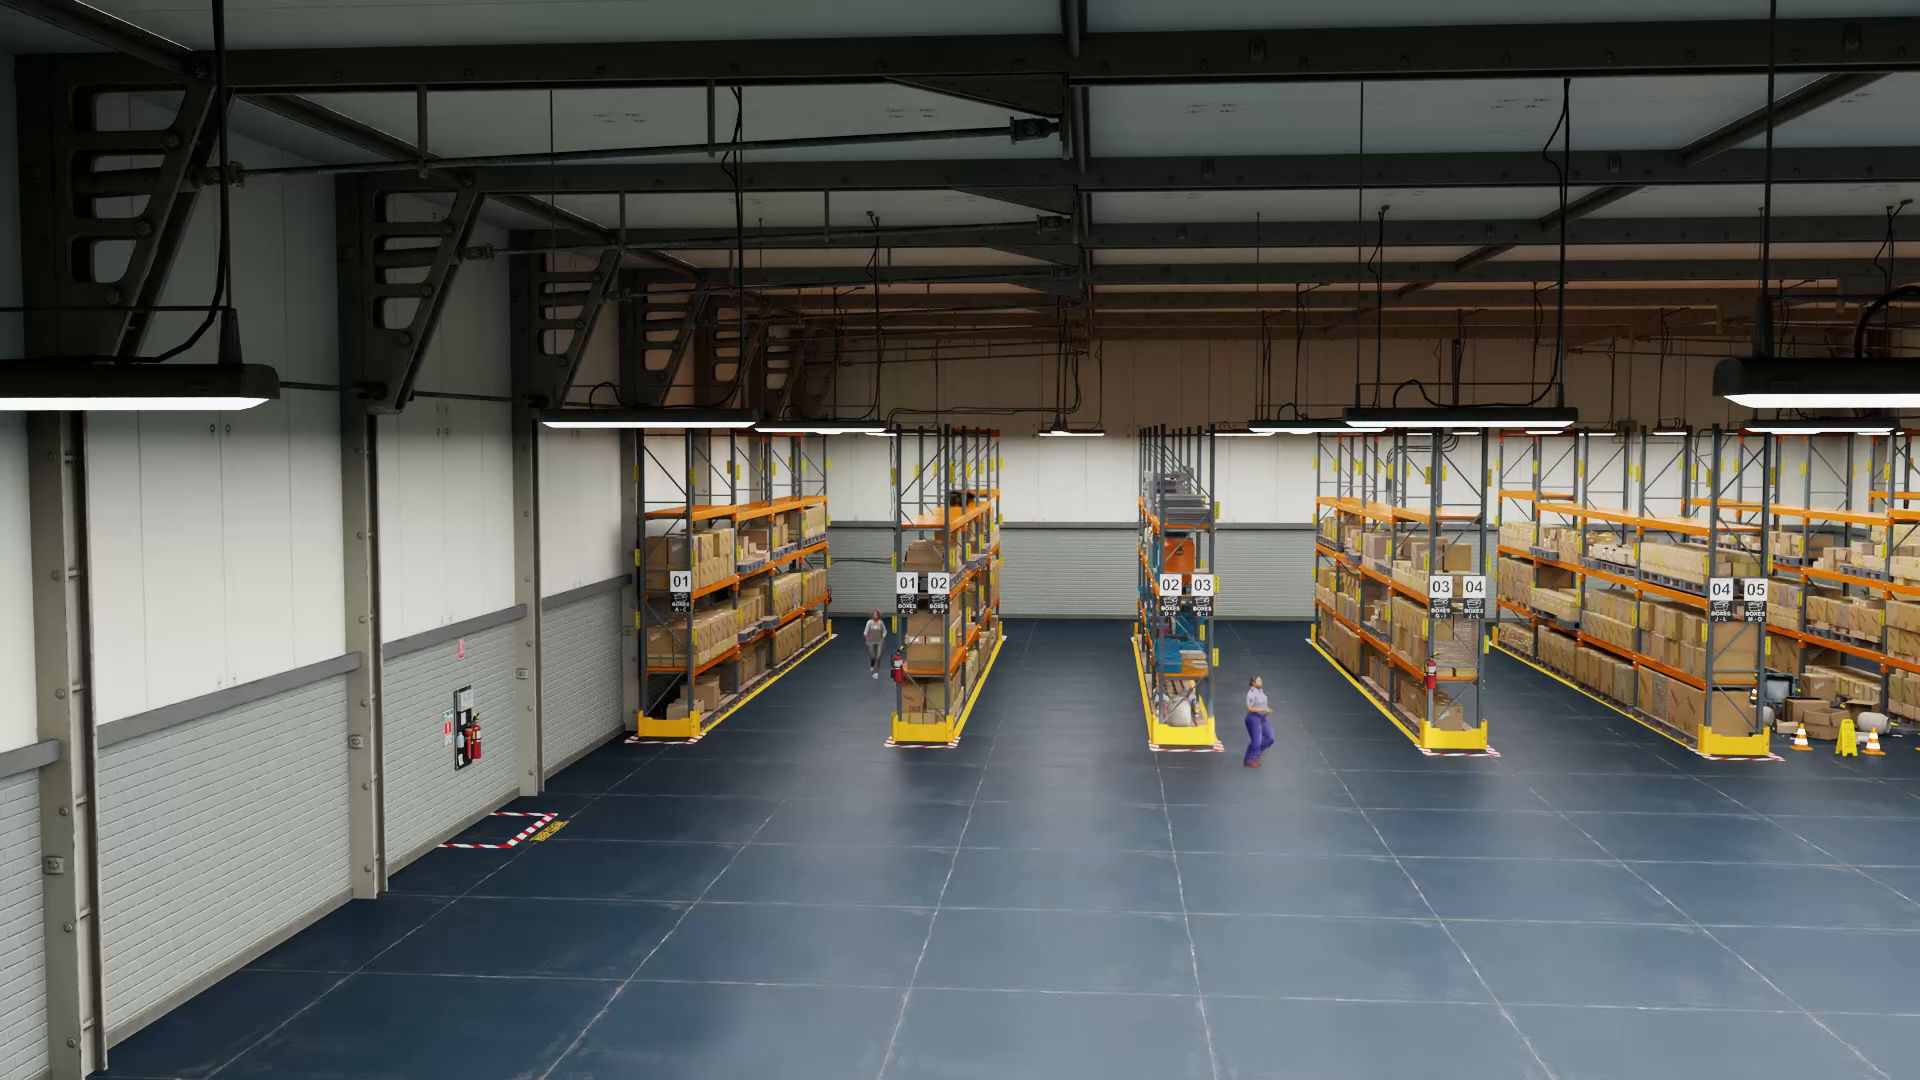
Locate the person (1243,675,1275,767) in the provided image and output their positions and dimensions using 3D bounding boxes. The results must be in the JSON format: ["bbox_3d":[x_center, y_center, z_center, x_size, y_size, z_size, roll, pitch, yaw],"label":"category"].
[{"bbox_3d":[5.213,3.160,28.892,0.584,1.597,0.591,3,4,36],"label":"person"}]

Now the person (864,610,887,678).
[{"bbox_3d":[-1.926,2.358,37.919,0.522,1.553,0.524,0,3,-6],"label":"person"}]

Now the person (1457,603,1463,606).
[{"bbox_3d":[13.453,2.115,44.381,0.674,1.772,1.007,0,3,5],"label":"person"}]
